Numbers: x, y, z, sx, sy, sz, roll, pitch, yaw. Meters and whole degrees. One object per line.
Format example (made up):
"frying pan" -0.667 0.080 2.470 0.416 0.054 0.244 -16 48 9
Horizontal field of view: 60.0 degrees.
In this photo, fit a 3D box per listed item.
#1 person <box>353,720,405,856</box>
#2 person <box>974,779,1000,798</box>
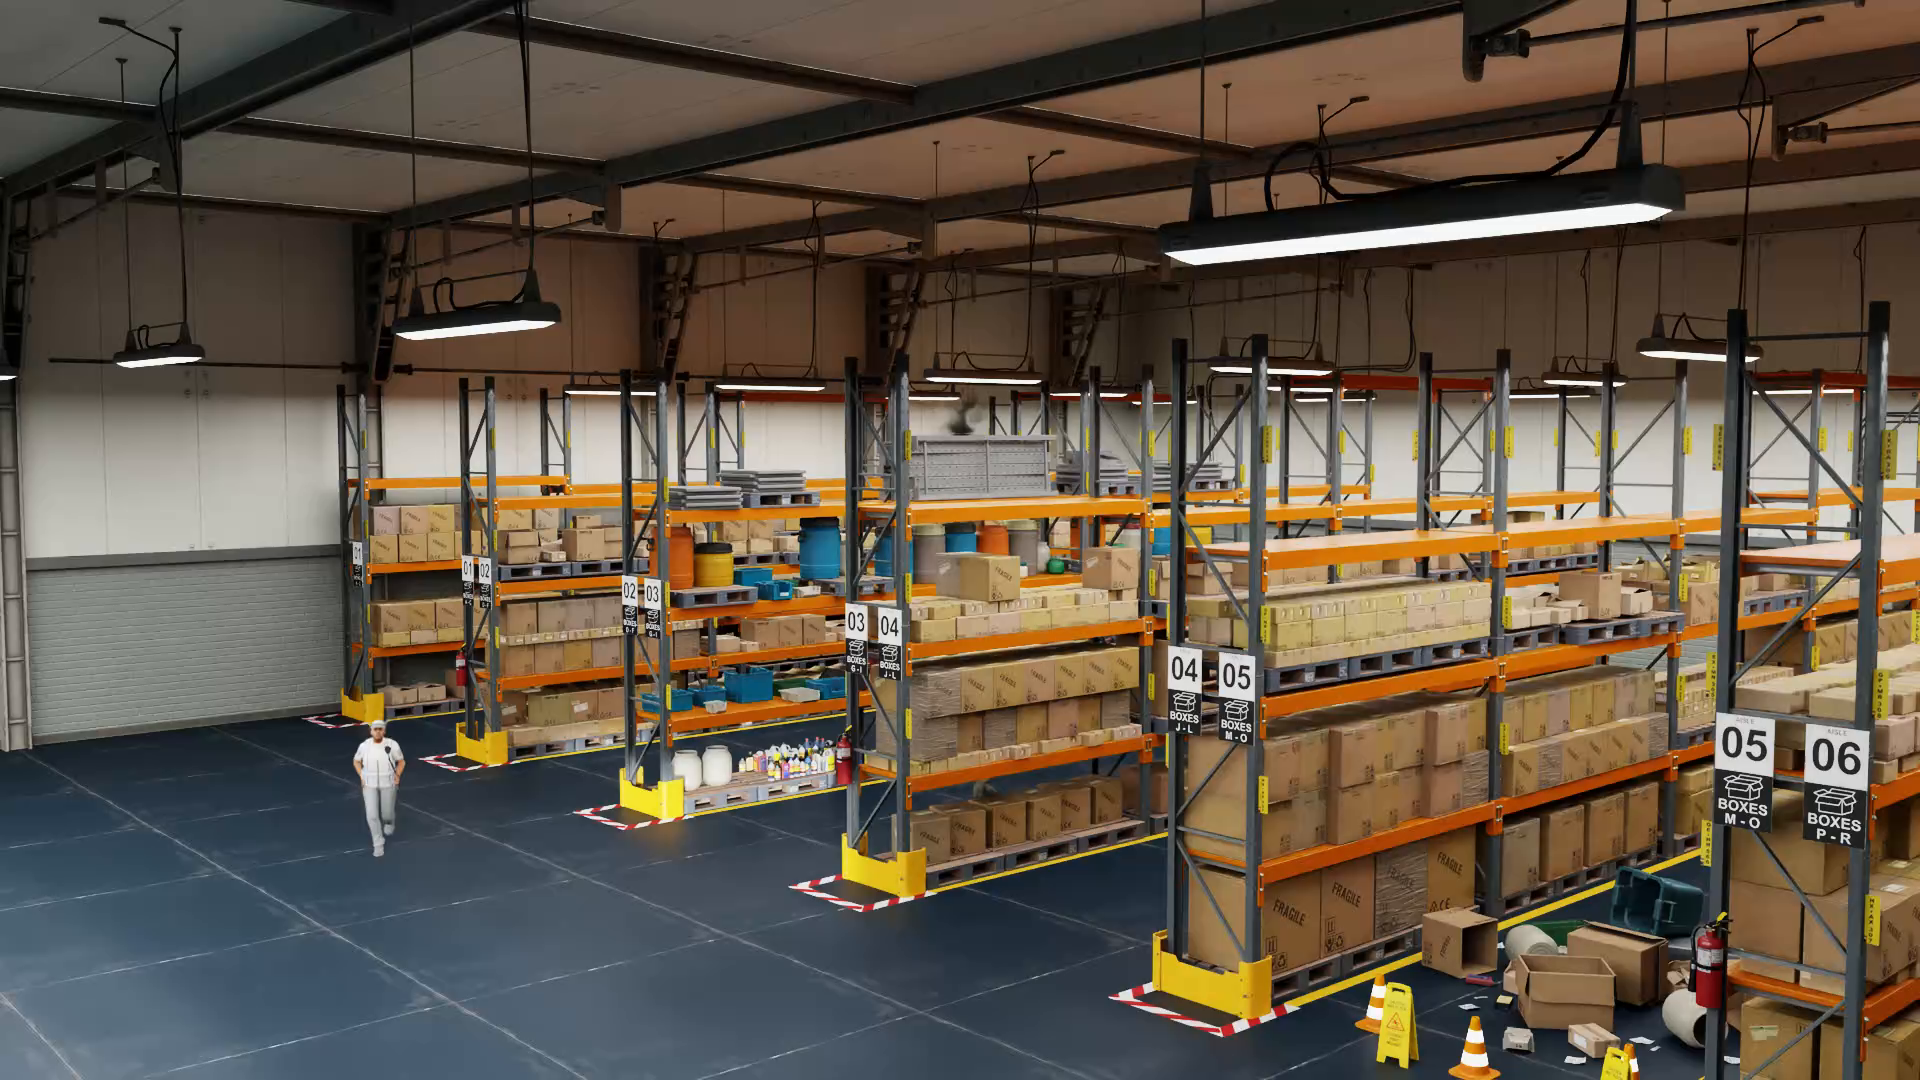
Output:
"person" -7.149 3.022 20.466 0.608 1.641 0.628 -1 4 -15
"person" 0.339 2.891 21.899 0.620 1.696 0.832 3 5 42
